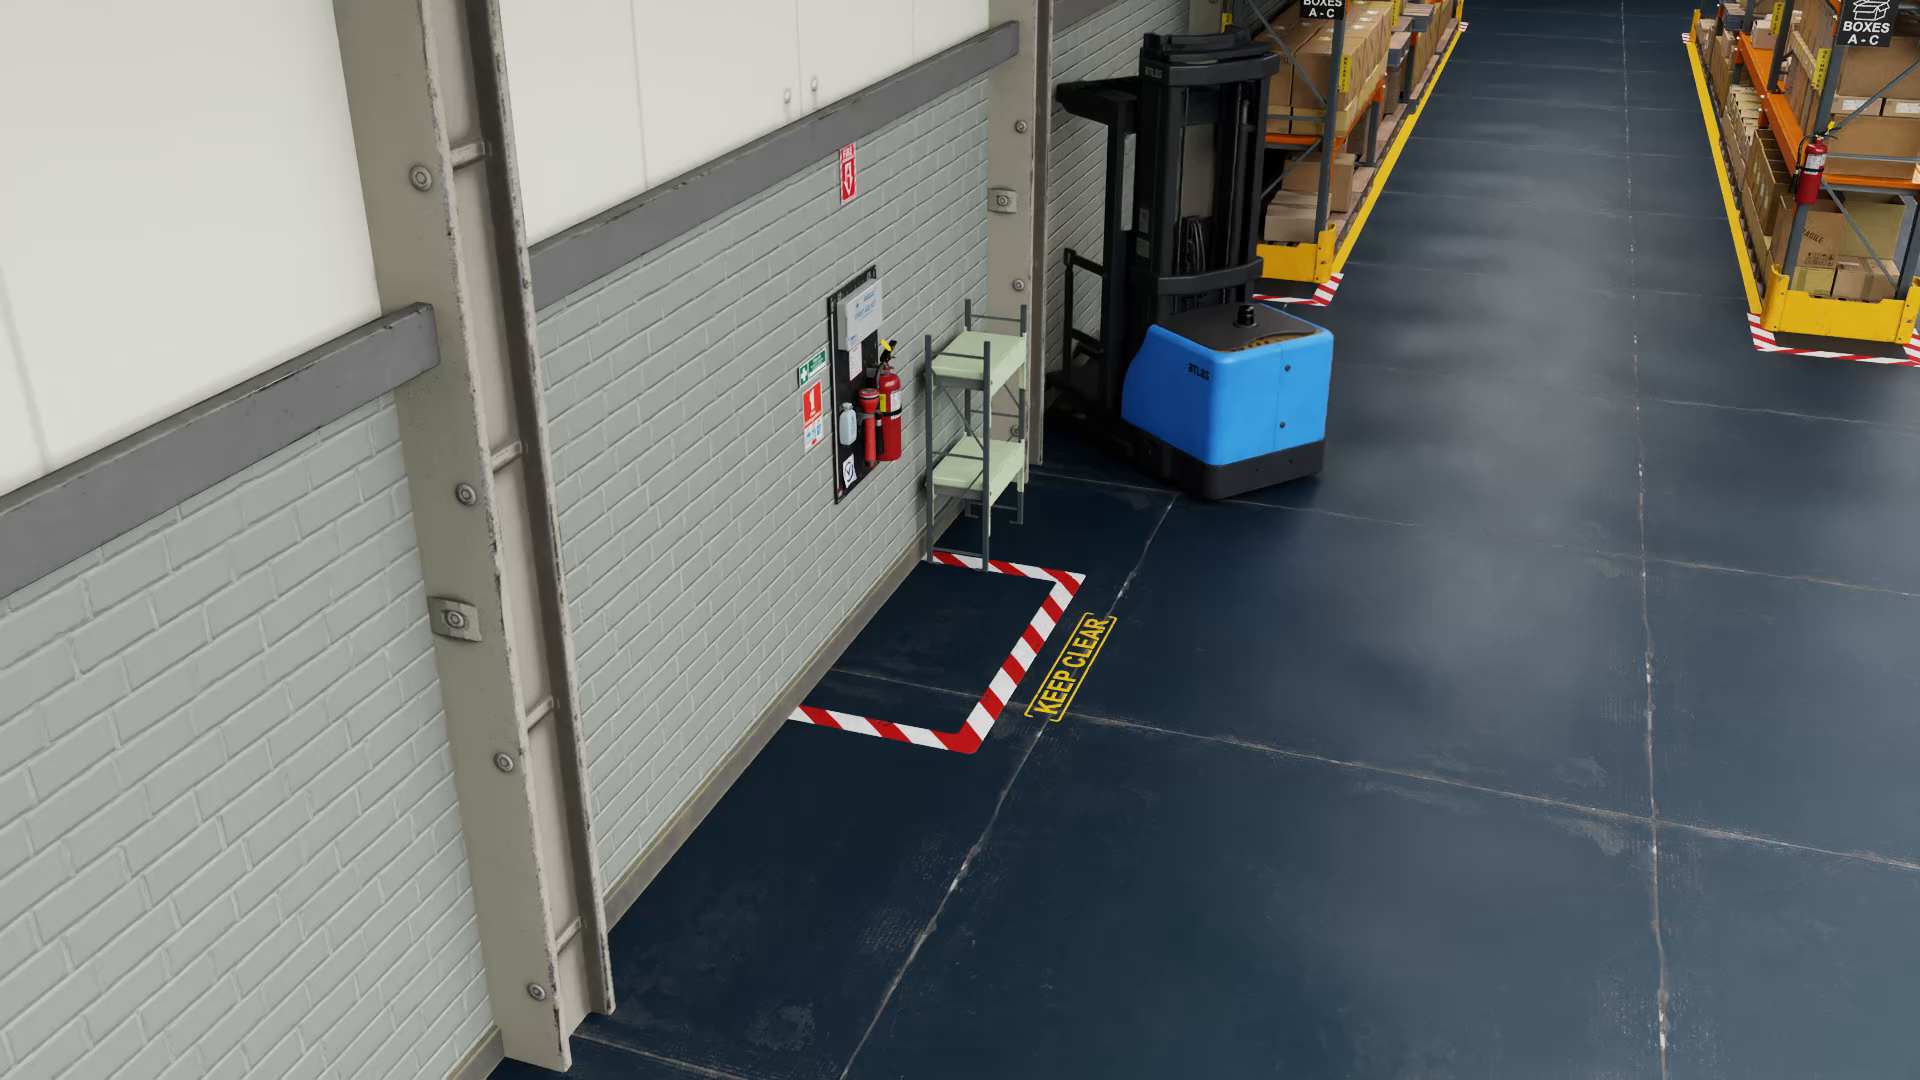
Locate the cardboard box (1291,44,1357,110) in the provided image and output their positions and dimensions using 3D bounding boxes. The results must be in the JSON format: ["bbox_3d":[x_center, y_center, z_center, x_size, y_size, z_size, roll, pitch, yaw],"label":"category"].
[{"bbox_3d":[3.402,-4.331,15.542,0.500,0.500,0.500,9,27,18],"label":"cardboard box"}]

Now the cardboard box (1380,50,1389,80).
[{"bbox_3d":[4.419,-5.246,18.293,0.500,0.250,0.500,9,27,18],"label":"cardboard box"}]

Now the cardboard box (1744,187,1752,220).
[{"bbox_3d":[8.352,-3.427,17.059,0.500,0.250,0.500,9,27,17],"label":"cardboard box"}]

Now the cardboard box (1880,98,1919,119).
[{"bbox_3d":[7.966,-3.650,13.987,0.380,0.149,0.250,9,27,17],"label":"cardboard box"}]

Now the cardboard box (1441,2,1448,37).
[{"bbox_3d":[7.642,-8.604,27.465,0.700,0.500,0.500,9,27,19],"label":"cardboard box"}]

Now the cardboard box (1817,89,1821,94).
[{"bbox_3d":[7.836,-4.020,14.752,0.380,0.149,0.250,9,27,18],"label":"cardboard box"}]

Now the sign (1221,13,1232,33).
[{"bbox_3d":[2.443,-4.652,15.224,0.100,0.325,0.005,9,27,17],"label":"sign"}]

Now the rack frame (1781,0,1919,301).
[{"bbox_3d":[7.632,-3.183,13.882,1.000,3.000,0.127,9,27,17],"label":"rack frame"}]

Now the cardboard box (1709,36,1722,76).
[{"bbox_3d":[11.235,-7.024,24.178,0.500,0.500,0.500,8,27,15],"label":"cardboard box"}]

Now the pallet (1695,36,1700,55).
[{"bbox_3d":[12.667,-8.144,27.328,1.003,0.211,1.213,9,27,17],"label":"pallet"}]

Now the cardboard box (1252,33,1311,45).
[{"bbox_3d":[3.093,-4.609,16.115,0.500,0.500,0.500,9,27,18],"label":"cardboard box"}]

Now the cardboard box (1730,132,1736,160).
[{"bbox_3d":[9.338,-4.617,19.518,0.500,0.250,0.500,9,27,18],"label":"cardboard box"}]

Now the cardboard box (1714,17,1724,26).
[{"bbox_3d":[12.246,-7.961,26.111,0.797,0.503,0.637,9,27,17],"label":"cardboard box"}]

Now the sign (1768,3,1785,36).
[{"bbox_3d":[8.448,-5.387,17.196,0.100,0.325,0.005,9,27,17],"label":"sign"}]

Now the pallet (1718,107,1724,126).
[{"bbox_3d":[10.578,-5.517,21.902,1.003,0.211,1.213,9,27,17],"label":"pallet"}]

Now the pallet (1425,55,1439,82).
[{"bbox_3d":[6.767,-7.248,25.477,1.003,0.211,1.213,9,27,17],"label":"pallet"}]

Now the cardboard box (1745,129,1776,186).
[{"bbox_3d":[8.514,-3.970,17.321,0.500,0.500,0.500,9,27,17],"label":"cardboard box"}]

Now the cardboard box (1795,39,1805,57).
[{"bbox_3d":[8.523,-4.872,16.511,0.380,0.149,0.250,8,27,16],"label":"cardboard box"}]

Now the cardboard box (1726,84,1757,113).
[{"bbox_3d":[9.843,-5.502,20.701,0.500,0.311,0.500,10,27,19],"label":"cardboard box"}]

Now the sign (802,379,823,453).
[{"bbox_3d":[-0.759,-0.641,8.591,0.001,0.329,0.234,9,27,17],"label":"sign"}]

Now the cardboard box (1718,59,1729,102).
[{"bbox_3d":[10.557,-6.174,22.424,0.500,0.500,0.500,8,27,16],"label":"cardboard box"}]

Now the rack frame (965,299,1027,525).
[{"bbox_3d":[0.223,-0.808,10.698,0.400,1.500,0.023,9,27,17],"label":"rack frame"}]

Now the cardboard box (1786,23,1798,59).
[{"bbox_3d":[9.409,-5.401,18.349,0.500,0.500,0.500,11,28,21],"label":"cardboard box"}]

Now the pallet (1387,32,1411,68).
[{"bbox_3d":[4.682,-5.750,19.404,1.003,0.211,1.213,9,27,17],"label":"pallet"}]

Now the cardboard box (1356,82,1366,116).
[{"bbox_3d":[3.756,-4.420,16.585,0.500,0.250,0.500,8,27,17],"label":"cardboard box"}]

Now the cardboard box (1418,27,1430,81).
[{"bbox_3d":[6.288,-7.051,23.856,0.750,0.750,0.750,9,27,17],"label":"cardboard box"}]

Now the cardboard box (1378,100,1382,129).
[{"bbox_3d":[4.852,-5.345,20.710,0.700,0.500,0.500,9,27,18],"label":"cardboard box"}]

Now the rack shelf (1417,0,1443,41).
[{"bbox_3d":[6.287,-7.685,24.006,1.077,0.370,4.000,9,27,17],"label":"rack shelf"}]

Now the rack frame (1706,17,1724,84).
[{"bbox_3d":[11.625,-8.114,24.067,1.000,3.000,0.127,9,27,17],"label":"rack frame"}]

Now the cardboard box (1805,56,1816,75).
[{"bbox_3d":[8.179,-4.444,15.628,0.380,0.149,0.250,9,27,17],"label":"cardboard box"}]

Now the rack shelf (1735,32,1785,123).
[{"bbox_3d":[9.629,-5.325,19.131,1.077,0.370,4.000,9,27,17],"label":"rack shelf"}]

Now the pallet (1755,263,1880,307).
[{"bbox_3d":[7.847,-2.248,15.151,1.003,0.211,1.213,9,27,17],"label":"pallet"}]

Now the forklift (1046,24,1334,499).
[{"bbox_3d":[1.352,-2.194,11.919,1.130,2.935,3.031,-15,29,-27],"label":"forklift"}]

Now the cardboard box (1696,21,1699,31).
[{"bbox_3d":[12.493,-8.551,27.735,0.380,0.149,0.250,9,27,17],"label":"cardboard box"}]

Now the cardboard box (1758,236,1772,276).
[{"bbox_3d":[7.687,-2.605,15.361,0.500,0.250,0.500,9,27,17],"label":"cardboard box"}]

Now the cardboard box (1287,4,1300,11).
[{"bbox_3d":[3.762,-5.448,17.848,0.500,0.500,0.500,9,27,17],"label":"cardboard box"}]

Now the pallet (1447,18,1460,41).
[{"bbox_3d":[8.092,-8.880,28.848,1.003,0.211,1.213,9,27,17],"label":"pallet"}]

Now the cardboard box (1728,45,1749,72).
[{"bbox_3d":[10.399,-6.323,21.870,0.500,0.250,0.500,10,28,19],"label":"cardboard box"}]

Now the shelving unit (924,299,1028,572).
[{"bbox_3d":[0.104,-0.657,10.387,0.431,1.500,0.755,9,27,17],"label":"shelving unit"}]

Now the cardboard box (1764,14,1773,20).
[{"bbox_3d":[10.132,-6.287,20.395,0.500,0.311,0.500,11,28,21],"label":"cardboard box"}]

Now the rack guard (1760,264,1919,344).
[{"bbox_3d":[7.624,-2.048,14.406,1.175,0.500,0.348,9,27,17],"label":"rack guard"}]

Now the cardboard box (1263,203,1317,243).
[{"bbox_3d":[3.275,-3.159,16.412,0.500,0.311,0.500,6,26,12],"label":"cardboard box"}]

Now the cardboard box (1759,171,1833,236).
[{"bbox_3d":[7.849,-3.148,15.623,0.500,0.500,0.500,9,27,17],"label":"cardboard box"}]

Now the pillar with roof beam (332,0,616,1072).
[{"bbox_3d":[2.443,-1.457,3.433,9.100,9.000,0.400,9,27,17],"label":"pillar with roof beam"}]

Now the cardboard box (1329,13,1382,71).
[{"bbox_3d":[4.087,-5.172,17.279,0.500,0.500,0.500,8,27,16],"label":"cardboard box"}]

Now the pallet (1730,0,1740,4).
[{"bbox_3d":[10.937,-7.184,22.365,1.003,0.211,1.213,9,27,17],"label":"pallet"}]

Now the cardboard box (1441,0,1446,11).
[{"bbox_3d":[7.584,-8.594,26.699,0.380,0.149,0.250,10,27,19],"label":"cardboard box"}]

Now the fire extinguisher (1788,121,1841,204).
[{"bbox_3d":[7.155,-3.167,13.937,0.296,0.674,0.183,9,27,17],"label":"fire extinguisher"}]

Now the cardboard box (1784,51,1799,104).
[{"bbox_3d":[8.822,-4.688,16.876,0.700,0.500,0.500,8,27,16],"label":"cardboard box"}]

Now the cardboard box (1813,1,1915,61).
[{"bbox_3d":[8.321,-4.653,15.316,0.700,0.500,0.500,9,27,17],"label":"cardboard box"}]

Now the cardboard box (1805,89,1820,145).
[{"bbox_3d":[8.140,-3.838,15.119,0.700,0.500,0.500,9,27,18],"label":"cardboard box"}]

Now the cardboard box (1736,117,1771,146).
[{"bbox_3d":[9.163,-4.658,18.958,0.500,0.311,0.500,9,27,17],"label":"cardboard box"}]

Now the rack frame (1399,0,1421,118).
[{"bbox_3d":[5.622,-7.187,22.152,1.000,3.000,0.127,9,27,17],"label":"rack frame"}]
